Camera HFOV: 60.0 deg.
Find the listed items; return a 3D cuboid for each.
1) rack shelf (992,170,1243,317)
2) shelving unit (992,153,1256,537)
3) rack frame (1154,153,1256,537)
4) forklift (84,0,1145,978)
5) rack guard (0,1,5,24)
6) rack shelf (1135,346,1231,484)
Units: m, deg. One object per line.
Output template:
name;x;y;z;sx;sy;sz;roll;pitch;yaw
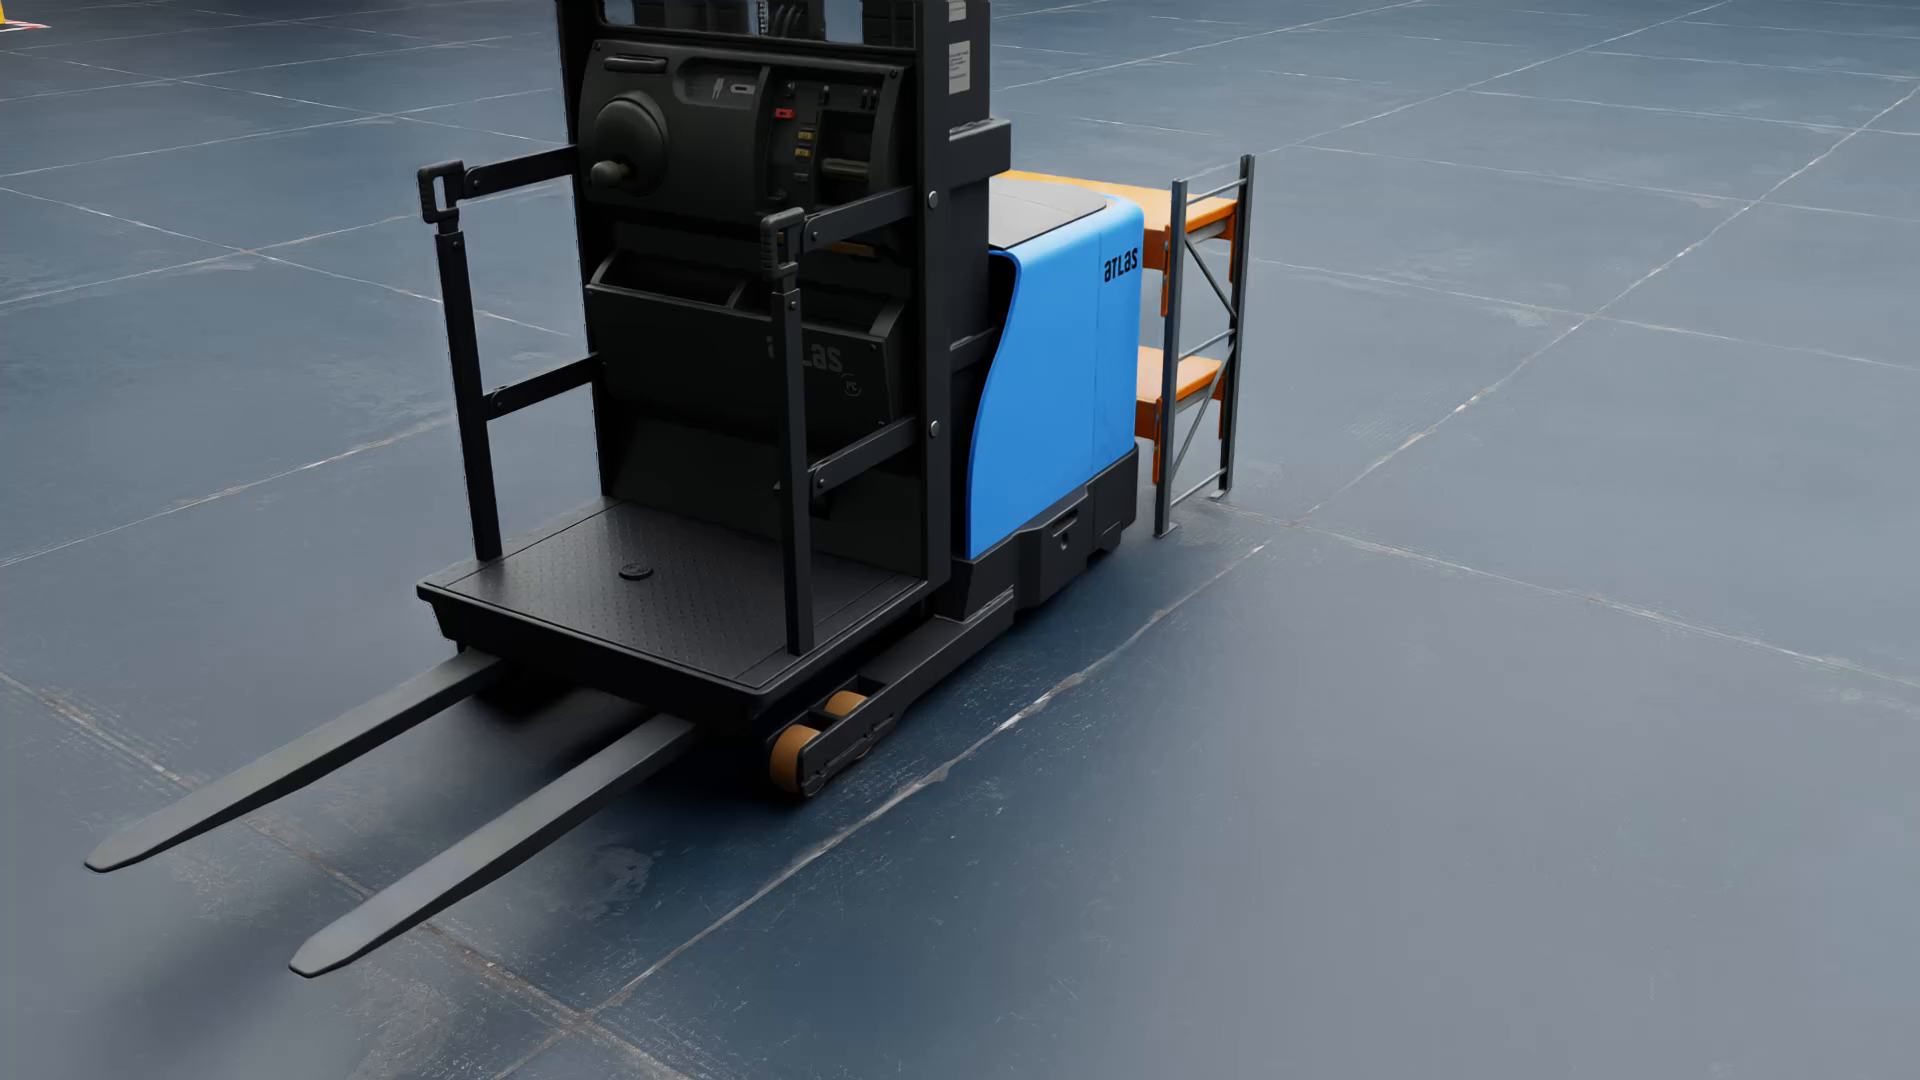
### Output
rack shelf;0.351;-0.993;5.384;1.000;0.278;0.538;15;28;31
shelving unit;0.351;-0.726;5.502;1.048;1.125;0.538;15;28;31
rack frame;0.770;-0.610;5.238;0.032;1.125;0.500;15;28;31
forklift;-0.645;-0.955;3.781;1.130;2.935;3.031;14;27;29
rack guard;-10.702;-5.626;17.399;0.348;0.500;1.175;17;29;33
rack shelf;0.351;-0.502;5.600;1.000;0.278;0.538;15;28;31
